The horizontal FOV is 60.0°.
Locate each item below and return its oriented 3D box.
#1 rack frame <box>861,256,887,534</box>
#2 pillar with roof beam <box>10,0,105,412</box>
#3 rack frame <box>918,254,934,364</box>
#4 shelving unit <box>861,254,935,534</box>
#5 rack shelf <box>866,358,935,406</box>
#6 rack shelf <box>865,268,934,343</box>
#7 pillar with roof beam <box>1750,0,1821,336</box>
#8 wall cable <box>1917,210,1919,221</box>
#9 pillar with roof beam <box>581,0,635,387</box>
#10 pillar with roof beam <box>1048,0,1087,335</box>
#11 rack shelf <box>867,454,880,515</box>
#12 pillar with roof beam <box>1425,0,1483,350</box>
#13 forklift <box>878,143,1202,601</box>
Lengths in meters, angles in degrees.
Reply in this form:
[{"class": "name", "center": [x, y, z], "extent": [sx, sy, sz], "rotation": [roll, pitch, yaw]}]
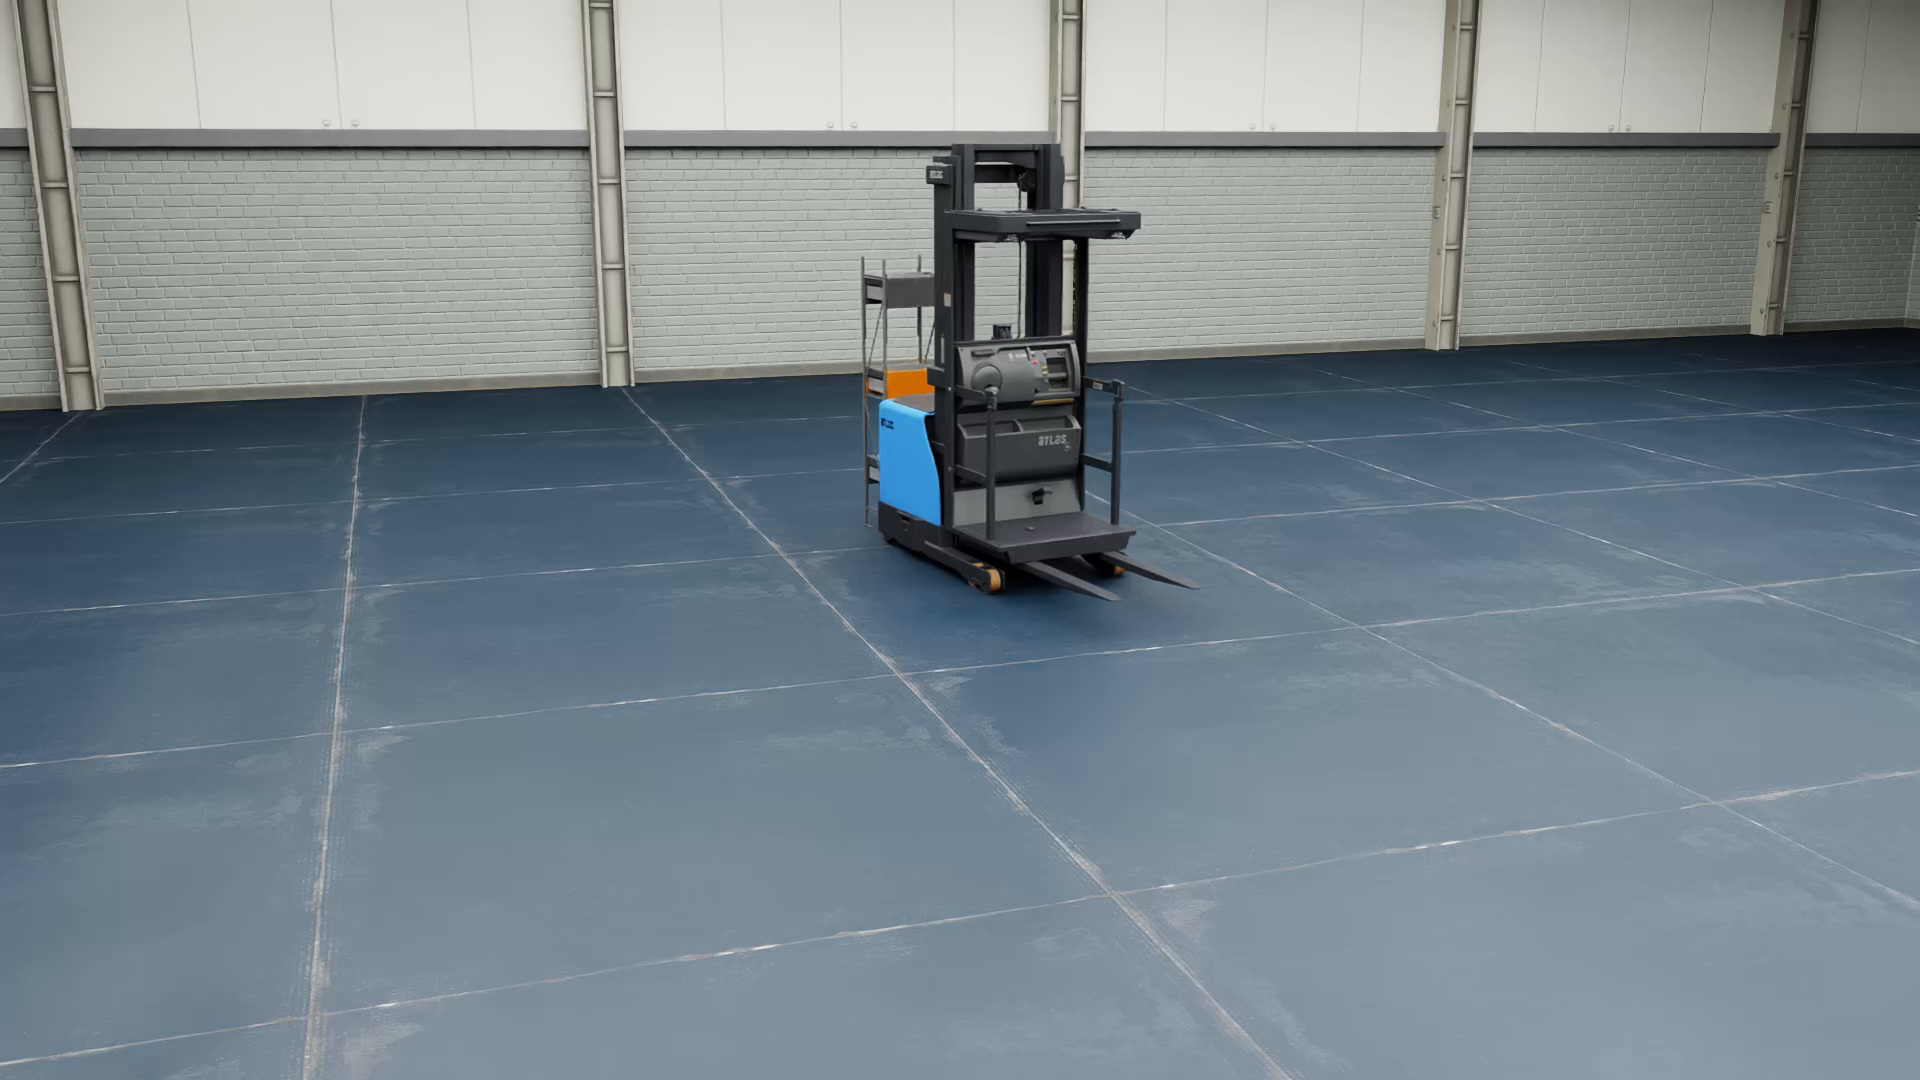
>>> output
[{"class": "rack frame", "center": [-0.652, -1.097, 12.719], "extent": [0.015, 2.100, 0.400], "rotation": [-7, 15, -28]}, {"class": "pillar with roof beam", "center": [-8.595, -4.928, 13.913], "extent": [0.400, 9.000, 9.100], "rotation": [-4, 14, -18]}, {"class": "rack frame", "center": [-0.224, -1.152, 12.948], "extent": [0.015, 2.100, 0.400], "rotation": [-7, 15, -28]}, {"class": "shelving unit", "center": [-0.438, -1.125, 12.834], "extent": [0.503, 2.100, 0.431], "rotation": [-7, 15, -28]}, {"class": "rack shelf", "center": [-0.438, -1.111, 12.837], "extent": [0.480, 0.518, 0.431], "rotation": [-7, 15, -28]}, {"class": "rack shelf", "center": [-0.438, -1.792, 12.675], "extent": [0.480, 0.518, 0.431], "rotation": [-7, 15, -28]}, {"class": "pillar with roof beam", "center": [14.152, -6.699, 21.360], "extent": [0.400, 9.000, 9.100], "rotation": [-4, 14, -18]}, {"class": "wall cable", "center": [15.993, -6.060, 25.383], "extent": [0.112, 2.526, 3.097], "rotation": [-4, 14, -18]}, {"class": "pillar with roof beam", "center": [-2.908, -5.370, 15.774], "extent": [0.400, 9.000, 9.100], "rotation": [-4, 14, -18]}, {"class": "pillar with roof beam", "center": [2.779, -5.813, 17.636], "extent": [0.400, 9.000, 9.100], "rotation": [-4, 14, -18]}, {"class": "rack shelf", "center": [-0.438, -0.430, 12.999], "extent": [0.480, 0.518, 0.431], "rotation": [-7, 15, -28]}, {"class": "pillar with roof beam", "center": [8.465, -6.256, 19.498], "extent": [0.400, 9.000, 9.100], "rotation": [-4, 14, -18]}, {"class": "forklift", "center": [0.514, -1.186, 11.297], "extent": [1.130, 2.935, 3.031], "rotation": [-7, 15, -27]}]
